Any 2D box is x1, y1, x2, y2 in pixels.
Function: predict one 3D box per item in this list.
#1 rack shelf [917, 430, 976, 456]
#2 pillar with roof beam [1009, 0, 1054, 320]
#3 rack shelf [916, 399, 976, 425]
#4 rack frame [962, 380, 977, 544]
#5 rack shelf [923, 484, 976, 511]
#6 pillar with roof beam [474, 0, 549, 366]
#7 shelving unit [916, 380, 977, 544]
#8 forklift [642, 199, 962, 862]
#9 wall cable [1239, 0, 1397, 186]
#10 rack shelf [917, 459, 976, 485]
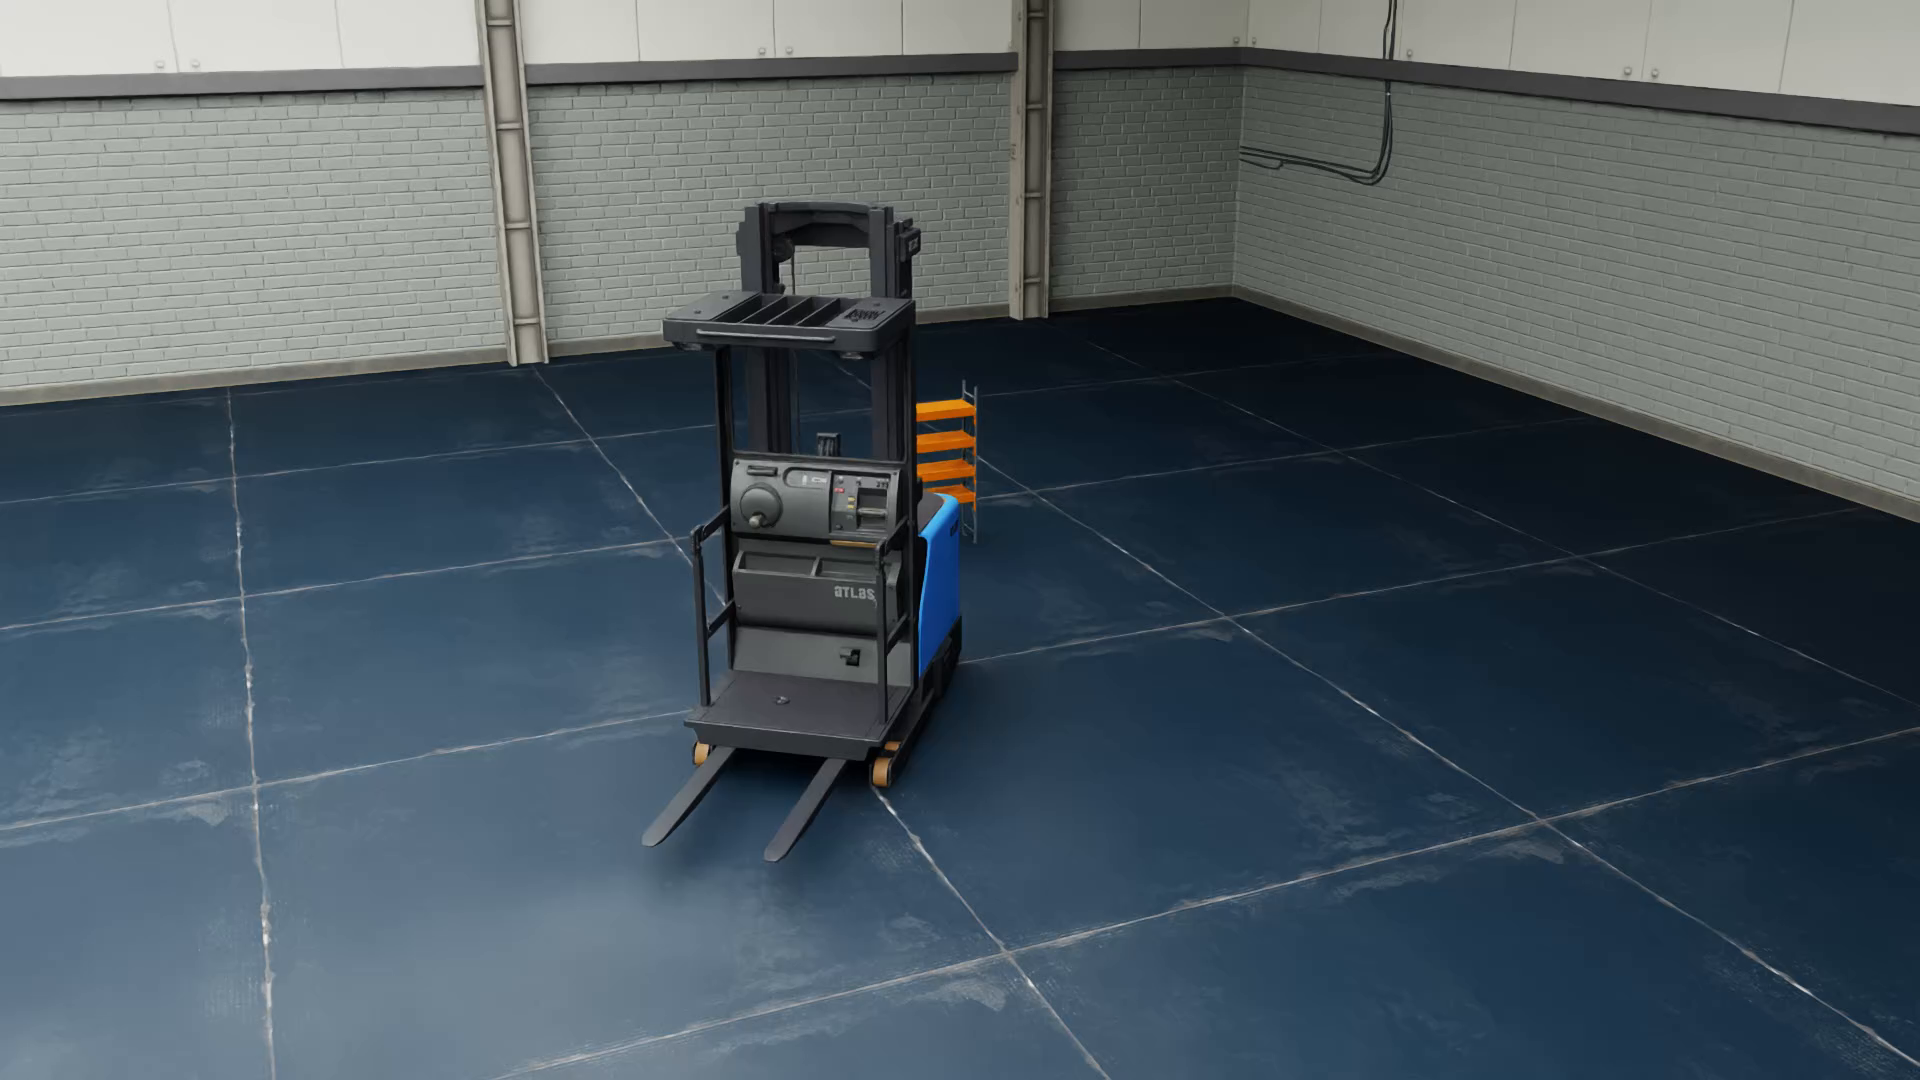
[{"bbox_3d":[-0.152,-0.692,12.209,0.480,0.148,0.258,-8,21,-22],"label":"rack shelf"},{"bbox_3d":[2.539,-5.653,15.027,0.400,9.000,9.100,-8,21,-22],"label":"pillar with roof beam"},{"bbox_3d":[-0.152,-0.915,12.130,0.480,0.148,0.258,-8,21,-22],"label":"rack shelf"},{"bbox_3d":[0.072,-0.576,12.352,0.015,1.200,0.240,-8,21,-22],"label":"rack frame"},{"bbox_3d":[-0.152,-0.293,12.349,0.480,0.148,0.258,-8,21,-22],"label":"rack shelf"},{"bbox_3d":[-2.970,-4.864,12.785,0.400,9.000,9.100,-8,21,-22],"label":"pillar with roof beam"},{"bbox_3d":[-0.152,-0.544,12.261,0.503,1.200,0.258,-8,21,-22],"label":"shelving unit"},{"bbox_3d":[-0.824,-0.208,8.700,1.130,2.935,3.031,4,20,12],"label":"forklift"},{"bbox_3d":[4.063,-5.485,19.227,0.112,2.526,3.097,-8,21,-22],"label":"wall cable"},{"bbox_3d":[-0.152,-0.481,12.283,0.480,0.148,0.258,-8,21,-22],"label":"rack shelf"}]
